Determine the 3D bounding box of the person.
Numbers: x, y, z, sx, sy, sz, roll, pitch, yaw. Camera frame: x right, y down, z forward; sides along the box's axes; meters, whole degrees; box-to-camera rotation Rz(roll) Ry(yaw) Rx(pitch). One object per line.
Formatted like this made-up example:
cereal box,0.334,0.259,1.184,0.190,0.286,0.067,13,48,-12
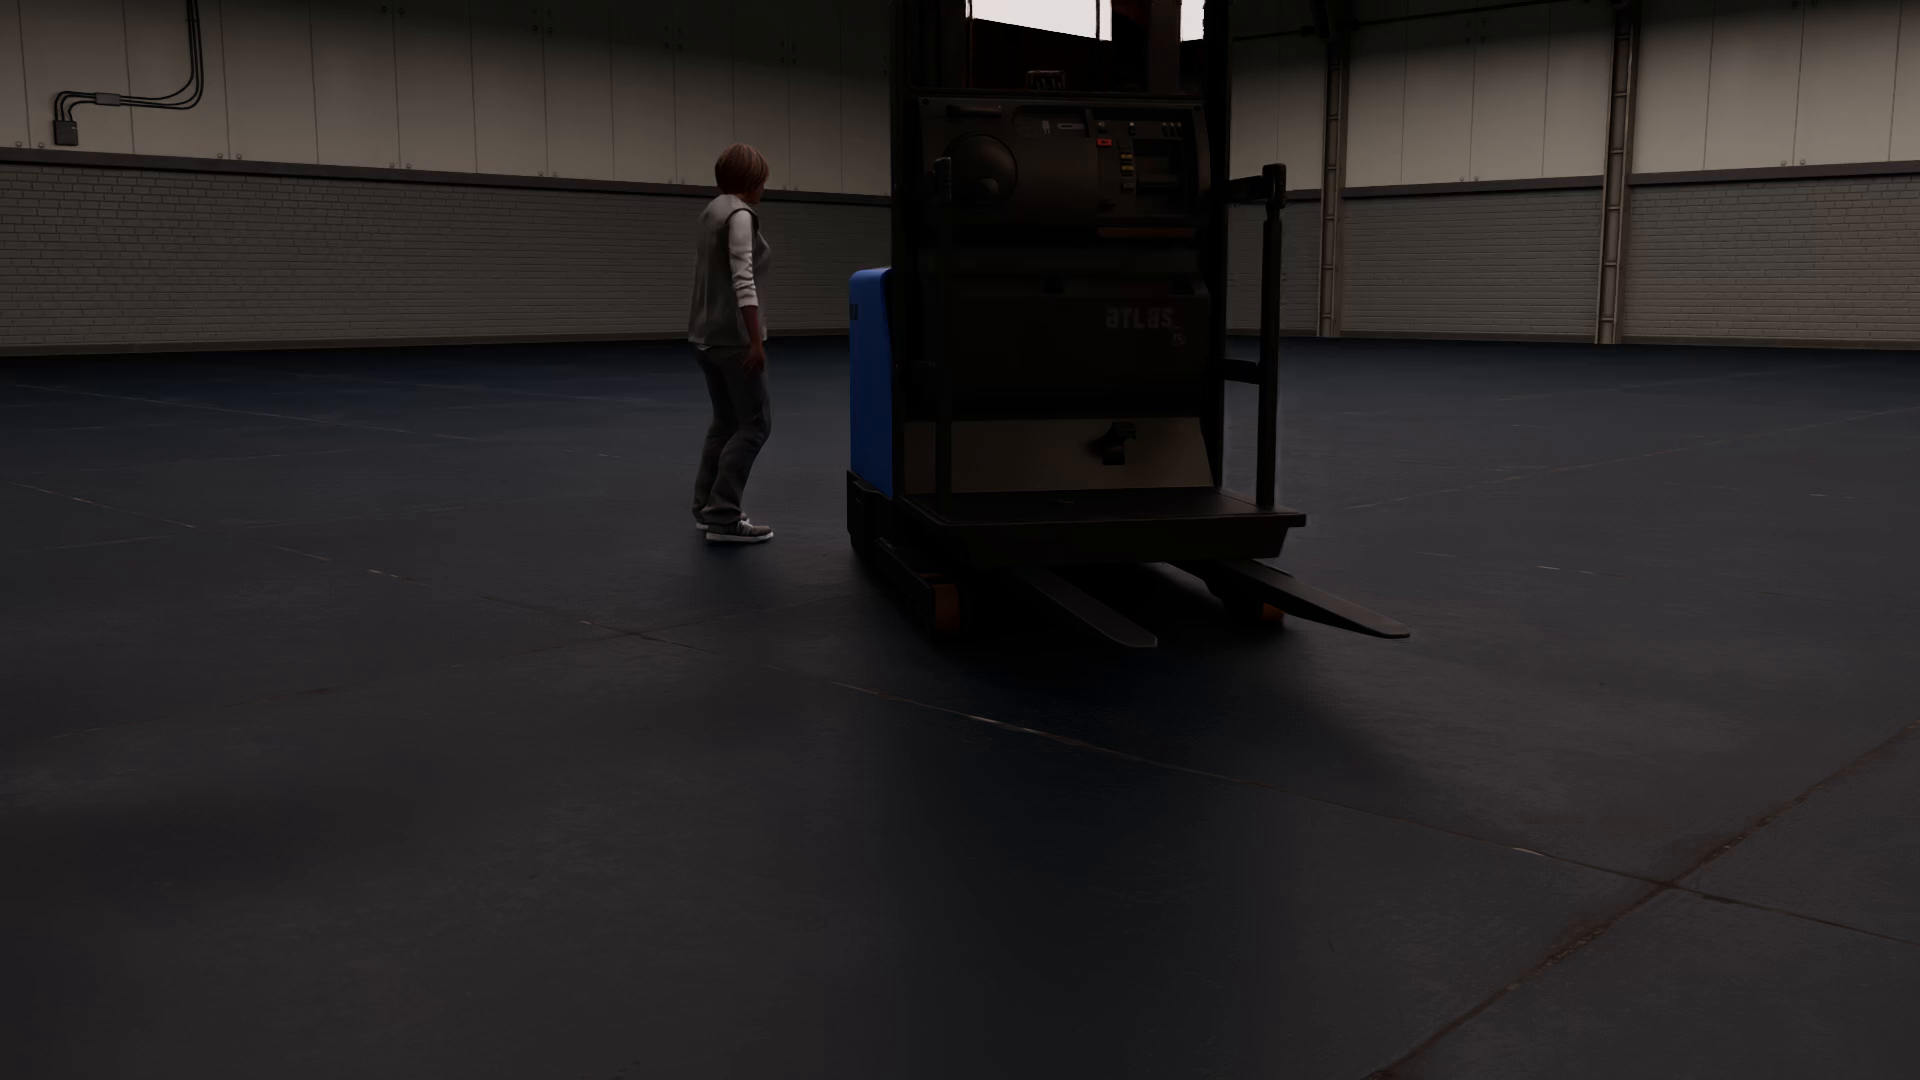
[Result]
person,-0.908,-0.782,6.655,0.357,1.570,0.651,-5,10,-30

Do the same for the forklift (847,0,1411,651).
forklift,0.378,-1.223,4.993,1.130,2.935,3.031,-2,9,-12
